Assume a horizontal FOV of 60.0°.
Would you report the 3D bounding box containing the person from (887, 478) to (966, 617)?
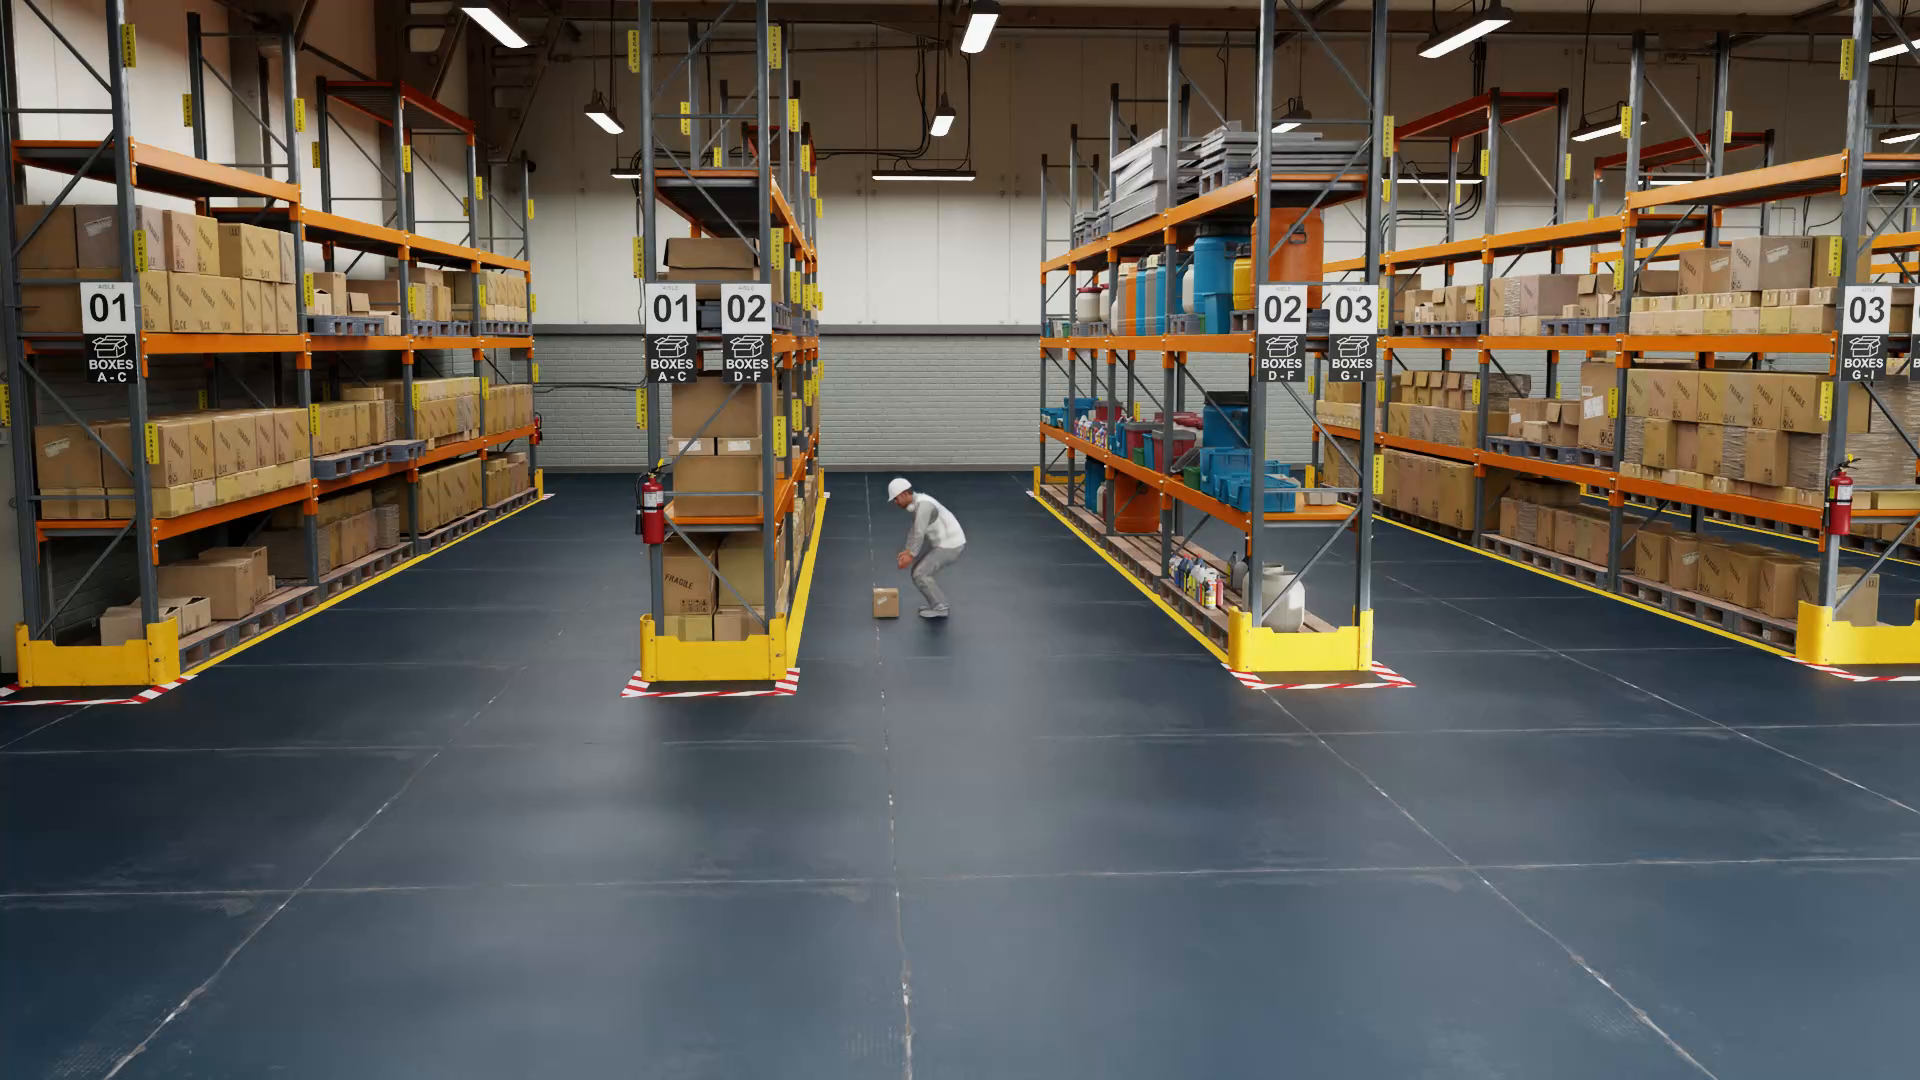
[{"bbox_3d":[-0.334,0.069,16.688,0.786,1.390,0.590,0,7,-4],"label":"person"}]
